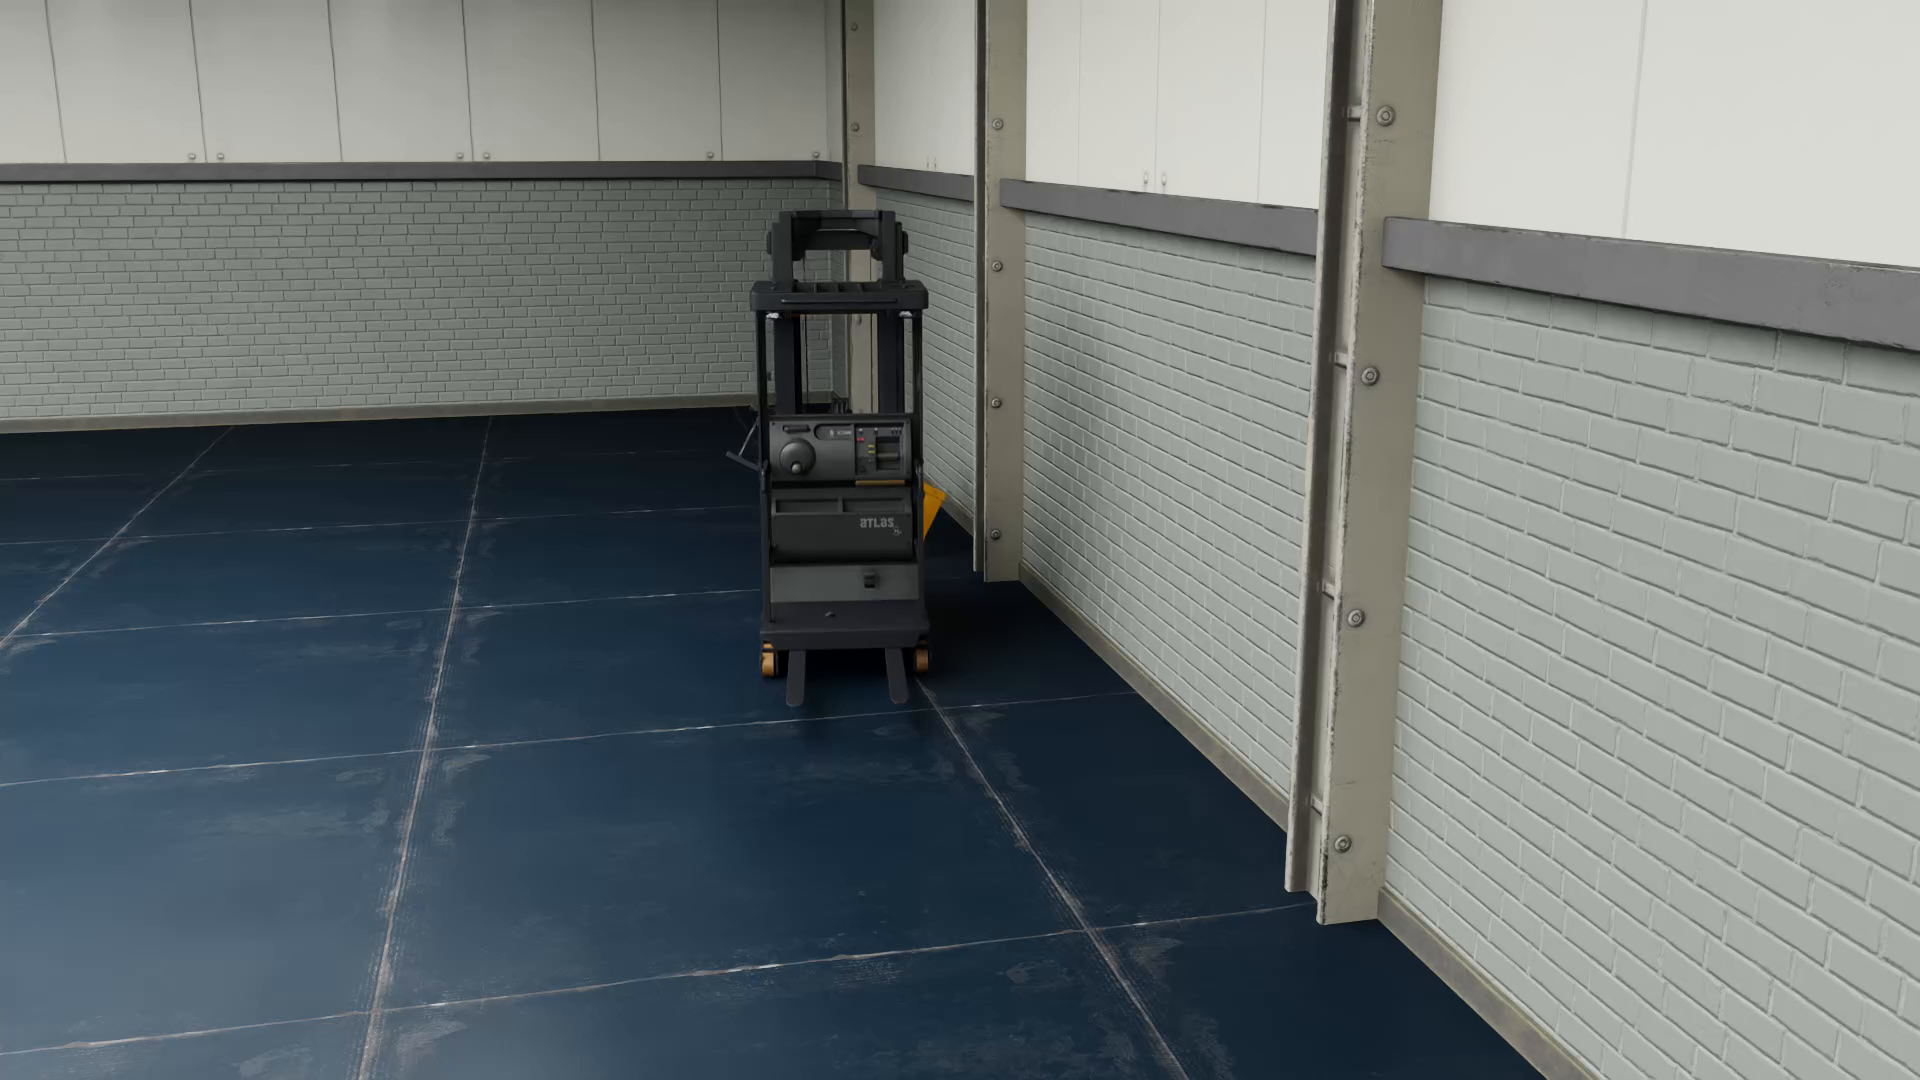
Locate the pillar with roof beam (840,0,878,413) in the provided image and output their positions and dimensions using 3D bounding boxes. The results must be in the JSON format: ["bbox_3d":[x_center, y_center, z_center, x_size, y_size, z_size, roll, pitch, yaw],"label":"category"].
[{"bbox_3d":[-5.291,-5.239,16.910,9.100,9.000,0.400,-3,14,-13],"label":"pillar with roof beam"}]

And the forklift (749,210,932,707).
[{"bbox_3d":[-0.768,-0.615,10.770,1.130,2.935,3.031,-1,14,-4],"label":"forklift"}]

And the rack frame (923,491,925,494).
[{"bbox_3d":[-0.855,-0.424,13.493,1.500,0.500,0.032,26,0,-27],"label":"rack frame"}]

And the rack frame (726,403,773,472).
[{"bbox_3d":[-1.268,-0.637,14.398,1.500,0.500,0.032,26,0,-27],"label":"rack frame"}]

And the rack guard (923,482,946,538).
[{"bbox_3d":[-0.358,-0.177,13.780,0.250,0.587,0.087,26,0,-27],"label":"rack guard"}]

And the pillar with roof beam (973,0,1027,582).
[{"bbox_3d":[-3.881,-3.855,11.245,9.100,9.000,0.400,-3,14,-13],"label":"pillar with roof beam"}]

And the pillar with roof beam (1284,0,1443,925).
[{"bbox_3d":[-2.472,-2.471,5.579,9.100,9.000,0.400,-3,14,-13],"label":"pillar with roof beam"}]

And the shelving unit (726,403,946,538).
[{"bbox_3d":[-1.058,-0.529,13.937,1.500,0.587,1.083,26,0,-27],"label":"shelving unit"}]
